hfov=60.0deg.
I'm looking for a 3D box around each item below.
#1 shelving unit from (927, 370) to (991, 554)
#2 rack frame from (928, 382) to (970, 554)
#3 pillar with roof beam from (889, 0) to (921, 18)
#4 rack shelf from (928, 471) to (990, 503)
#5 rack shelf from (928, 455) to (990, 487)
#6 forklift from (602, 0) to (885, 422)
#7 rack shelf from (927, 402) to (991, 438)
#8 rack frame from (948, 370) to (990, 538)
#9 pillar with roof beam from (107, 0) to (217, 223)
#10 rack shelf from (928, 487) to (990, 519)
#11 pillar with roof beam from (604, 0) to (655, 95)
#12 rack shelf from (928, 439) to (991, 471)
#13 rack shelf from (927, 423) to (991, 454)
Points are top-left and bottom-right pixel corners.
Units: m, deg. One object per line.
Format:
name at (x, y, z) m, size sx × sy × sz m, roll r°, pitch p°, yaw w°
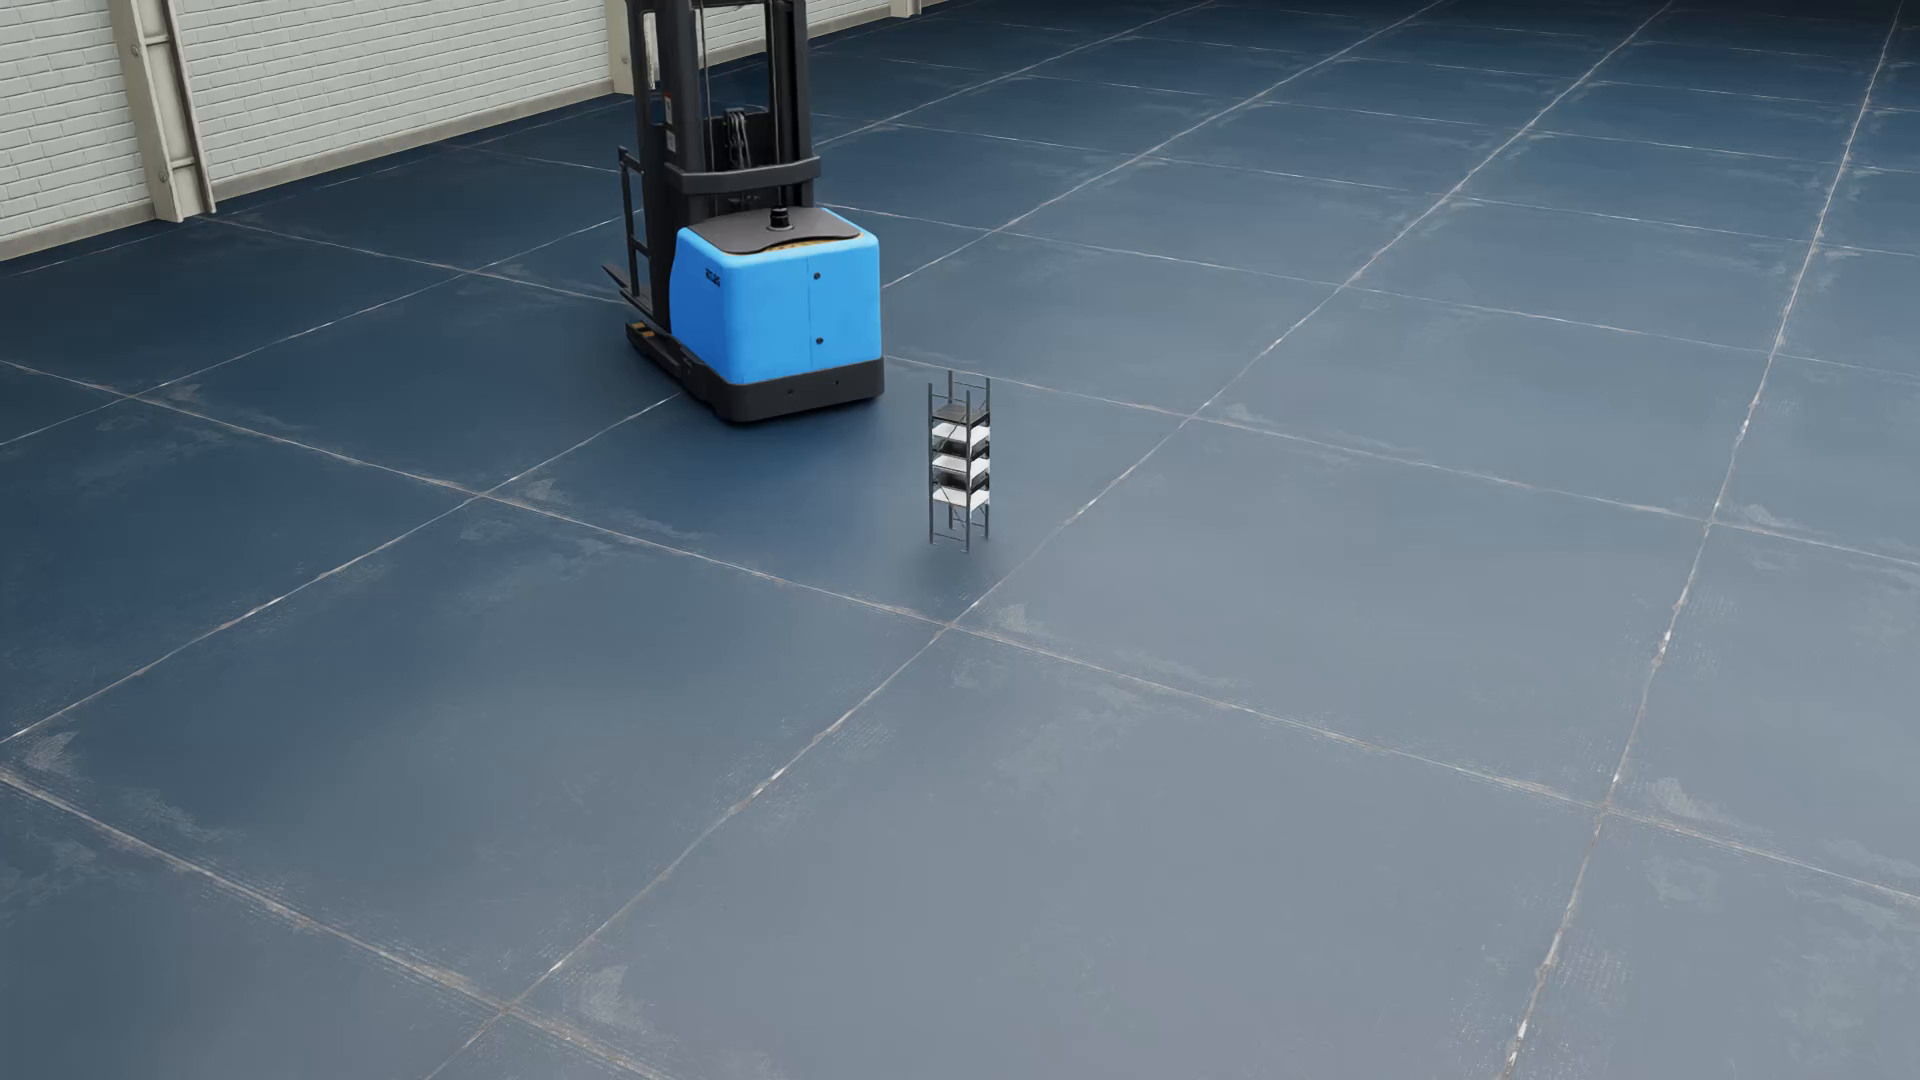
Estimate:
shelving unit at (-0.004, -0.399, 8.542) m, size 0.258 × 0.900 × 0.210 m, roll 14°, pitch 30°, yaw 26°
rack frame at (-0.054, -0.360, 8.463) m, size 0.240 × 0.900 × 0.006 m, roll 14°, pitch 30°, yaw 26°
pillar with roof beam at (2.966, -10.561, 19.795) m, size 9.100 × 9.000 × 0.400 m, roll 14°, pitch 30°, yaw 26°
rack shelf at (-0.004, -0.289, 8.597) m, size 0.258 × 0.077 × 0.200 m, roll 14°, pitch 30°, yaw 26°
rack shelf at (-0.004, -0.369, 8.557) m, size 0.258 × 0.077 × 0.200 m, roll 14°, pitch 30°, yaw 26°
forklift at (-1.630, -2.645, 10.759) m, size 1.130 × 2.935 × 3.031 m, roll -14°, pitch 30°, yaw -26°
rack shelf at (-0.004, -0.611, 8.436) m, size 0.258 × 0.077 × 0.200 m, roll 14°, pitch 30°, yaw 26°
rack frame at (0.046, -0.439, 8.621) m, size 0.240 × 0.900 × 0.006 m, roll 14°, pitch 30°, yaw 26°
pillar with roof beam at (-2.937, -5.885, 10.452) m, size 9.100 × 9.000 × 0.400 m, roll 14°, pitch 30°, yaw 26°
rack shelf at (-0.004, -0.208, 8.638) m, size 0.258 × 0.077 × 0.200 m, roll 14°, pitch 30°, yaw 26°
pillar with roof beam at (0.014, -8.223, 15.124) m, size 9.100 × 9.000 × 0.400 m, roll 14°, pitch 30°, yaw 26°
rack shelf at (-0.004, -0.450, 8.517) m, size 0.258 × 0.077 × 0.200 m, roll 14°, pitch 30°, yaw 26°
rack shelf at (-0.004, -0.530, 8.477) m, size 0.258 × 0.077 × 0.200 m, roll 14°, pitch 30°, yaw 26°
